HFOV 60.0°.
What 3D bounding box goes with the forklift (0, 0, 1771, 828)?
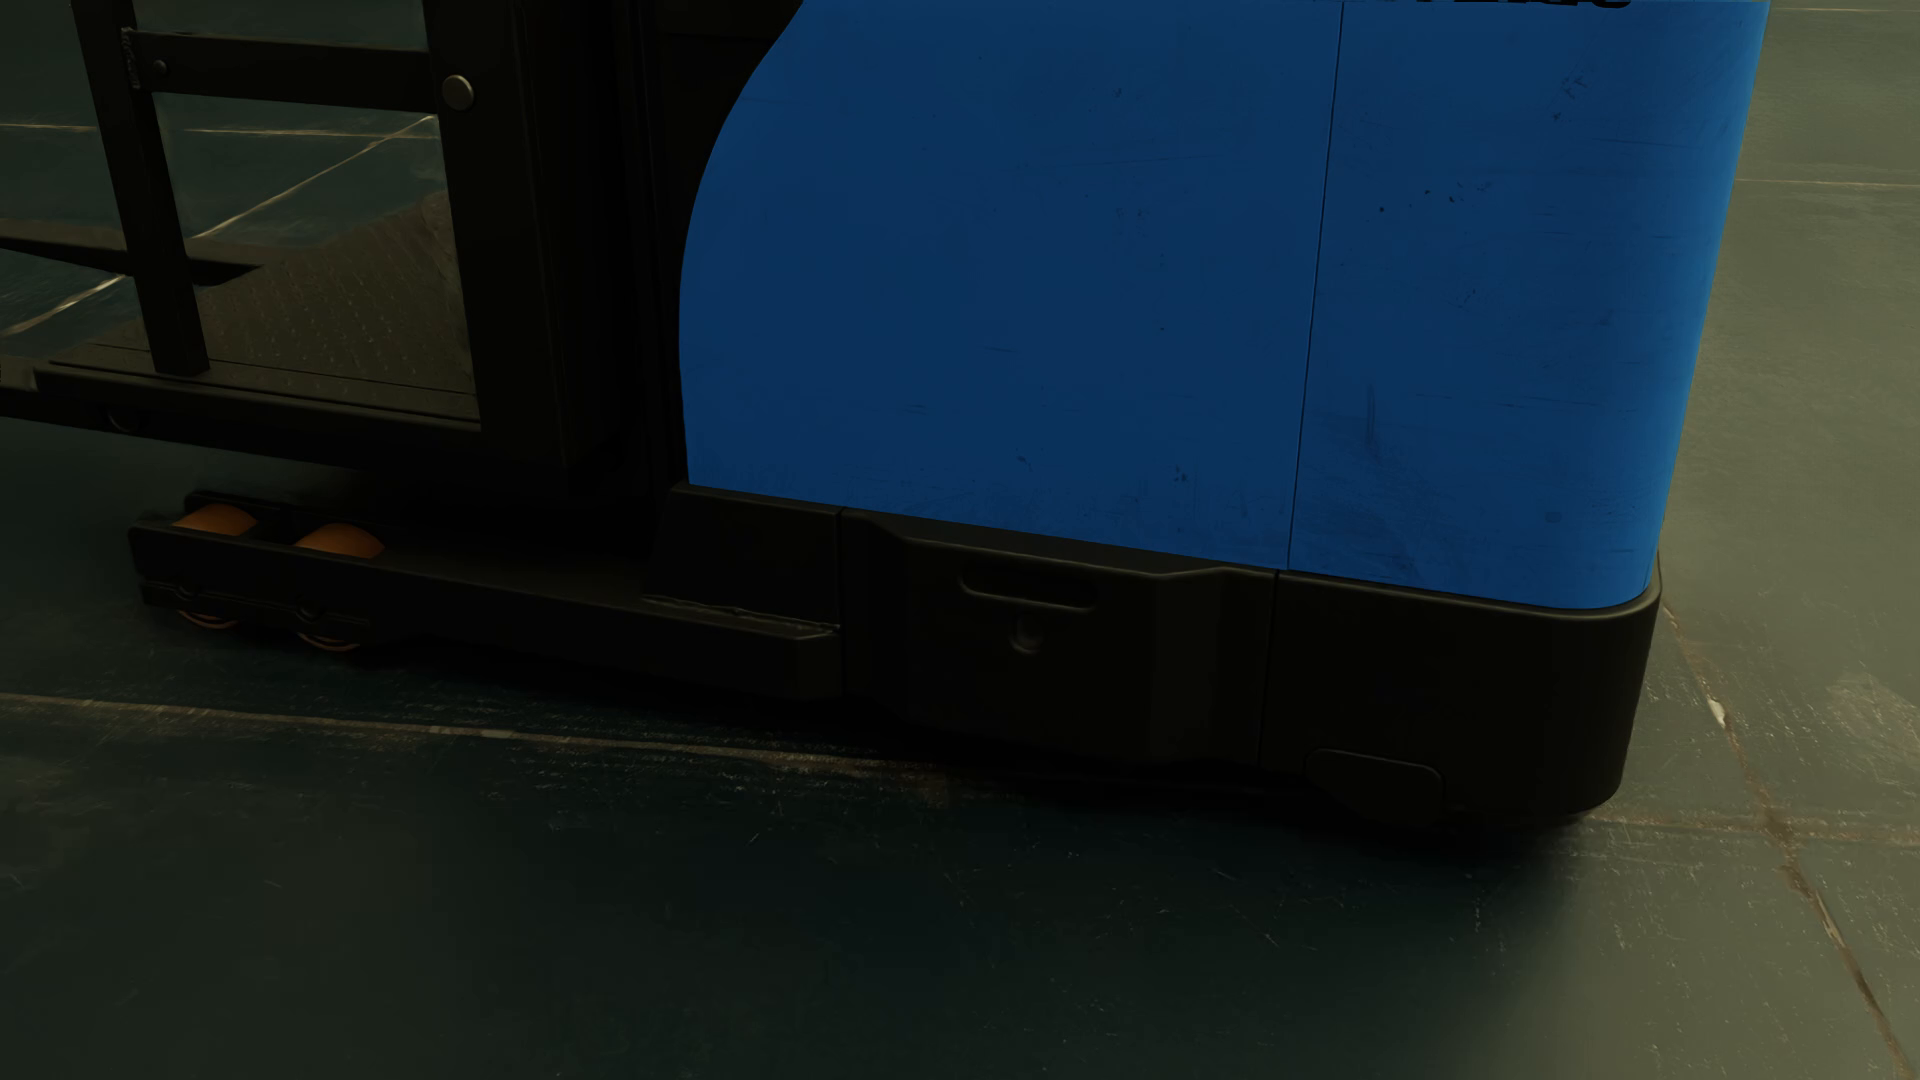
[{"bbox_3d":[-0.585,-1.377,1.977,3.031,2.935,1.130,8,28,16],"label":"forklift"}]
